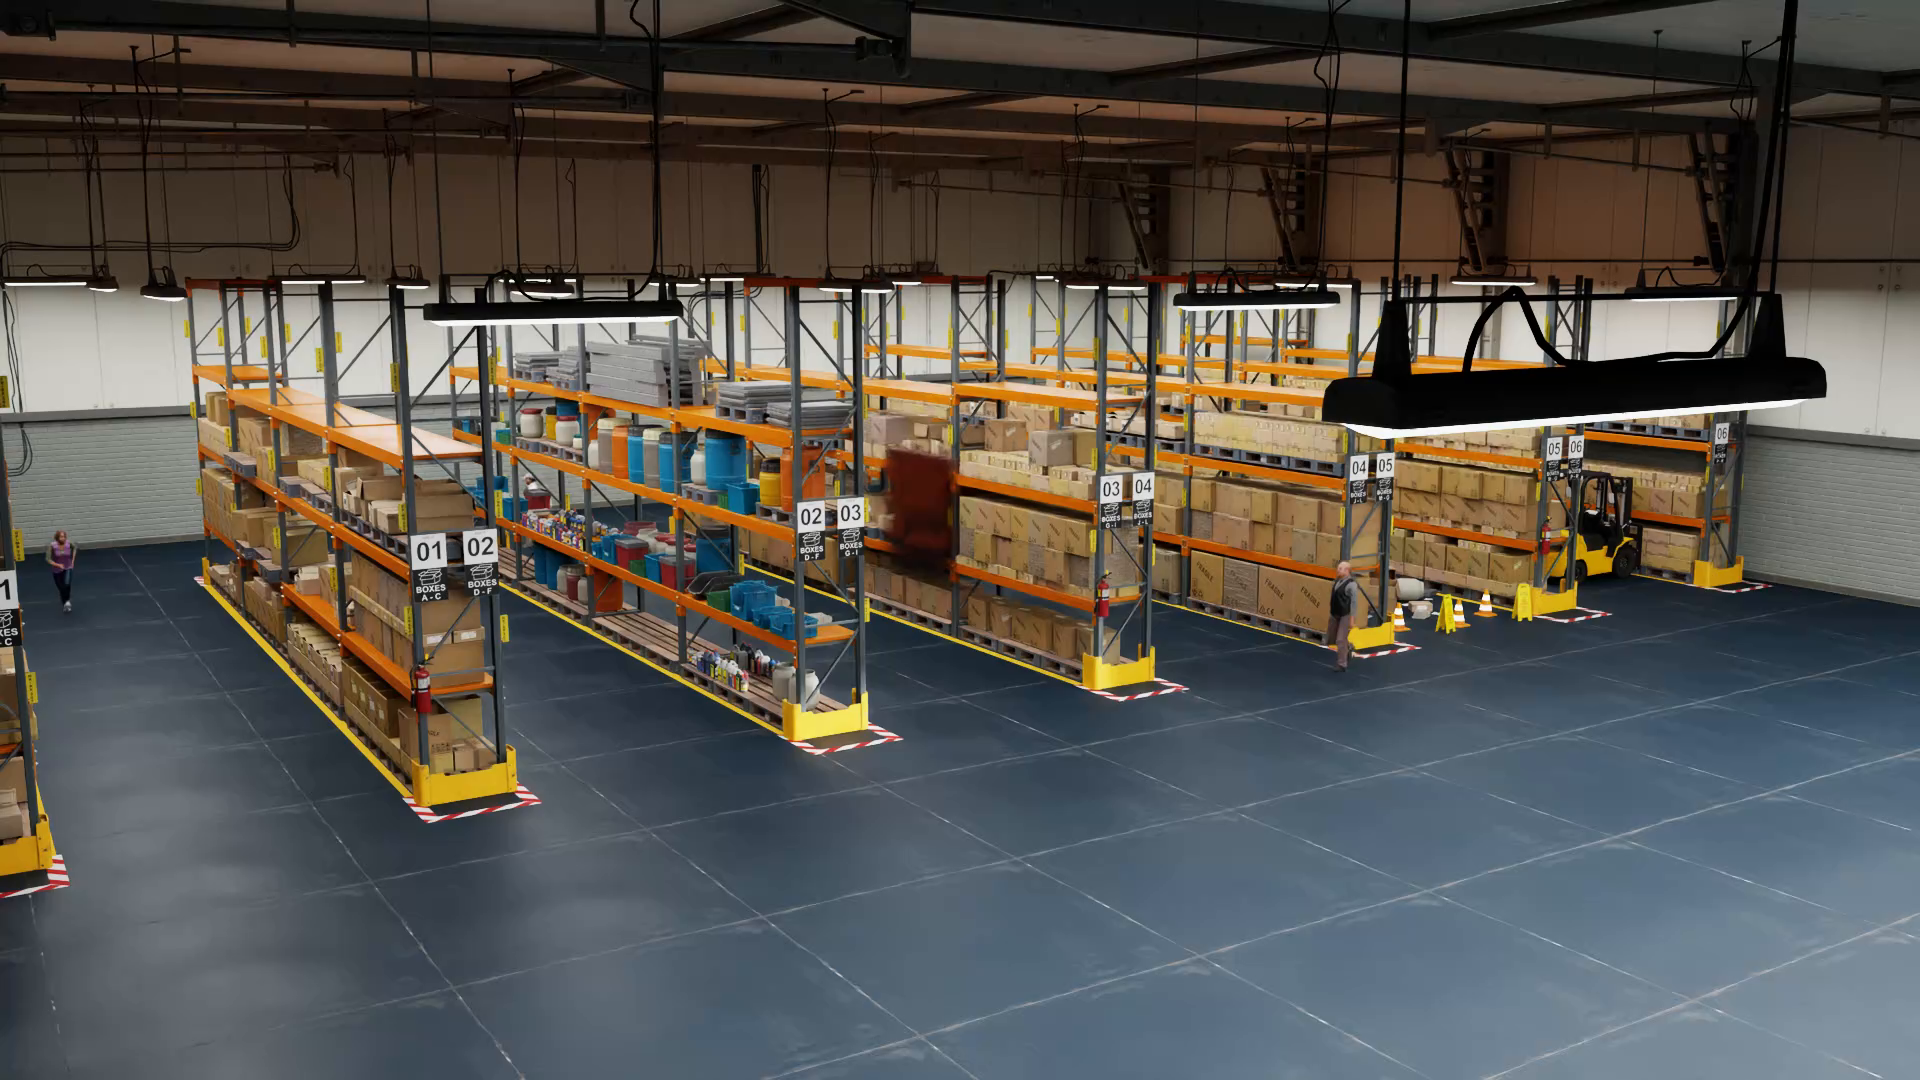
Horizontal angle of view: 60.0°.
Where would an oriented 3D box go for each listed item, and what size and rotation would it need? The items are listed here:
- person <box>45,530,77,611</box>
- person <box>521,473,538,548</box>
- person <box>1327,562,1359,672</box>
[{"bbox_3d":[-16.270,0.539,30.153,0.489,1.510,0.780,-4,10,-22],"label":"person"},{"bbox_3d":[-9.524,-0.652,37.013,0.601,1.690,0.525,-2,10,-10],"label":"person"},{"bbox_3d":[5.995,1.174,25.805,0.664,1.711,0.533,-6,11,-33],"label":"person"}]
